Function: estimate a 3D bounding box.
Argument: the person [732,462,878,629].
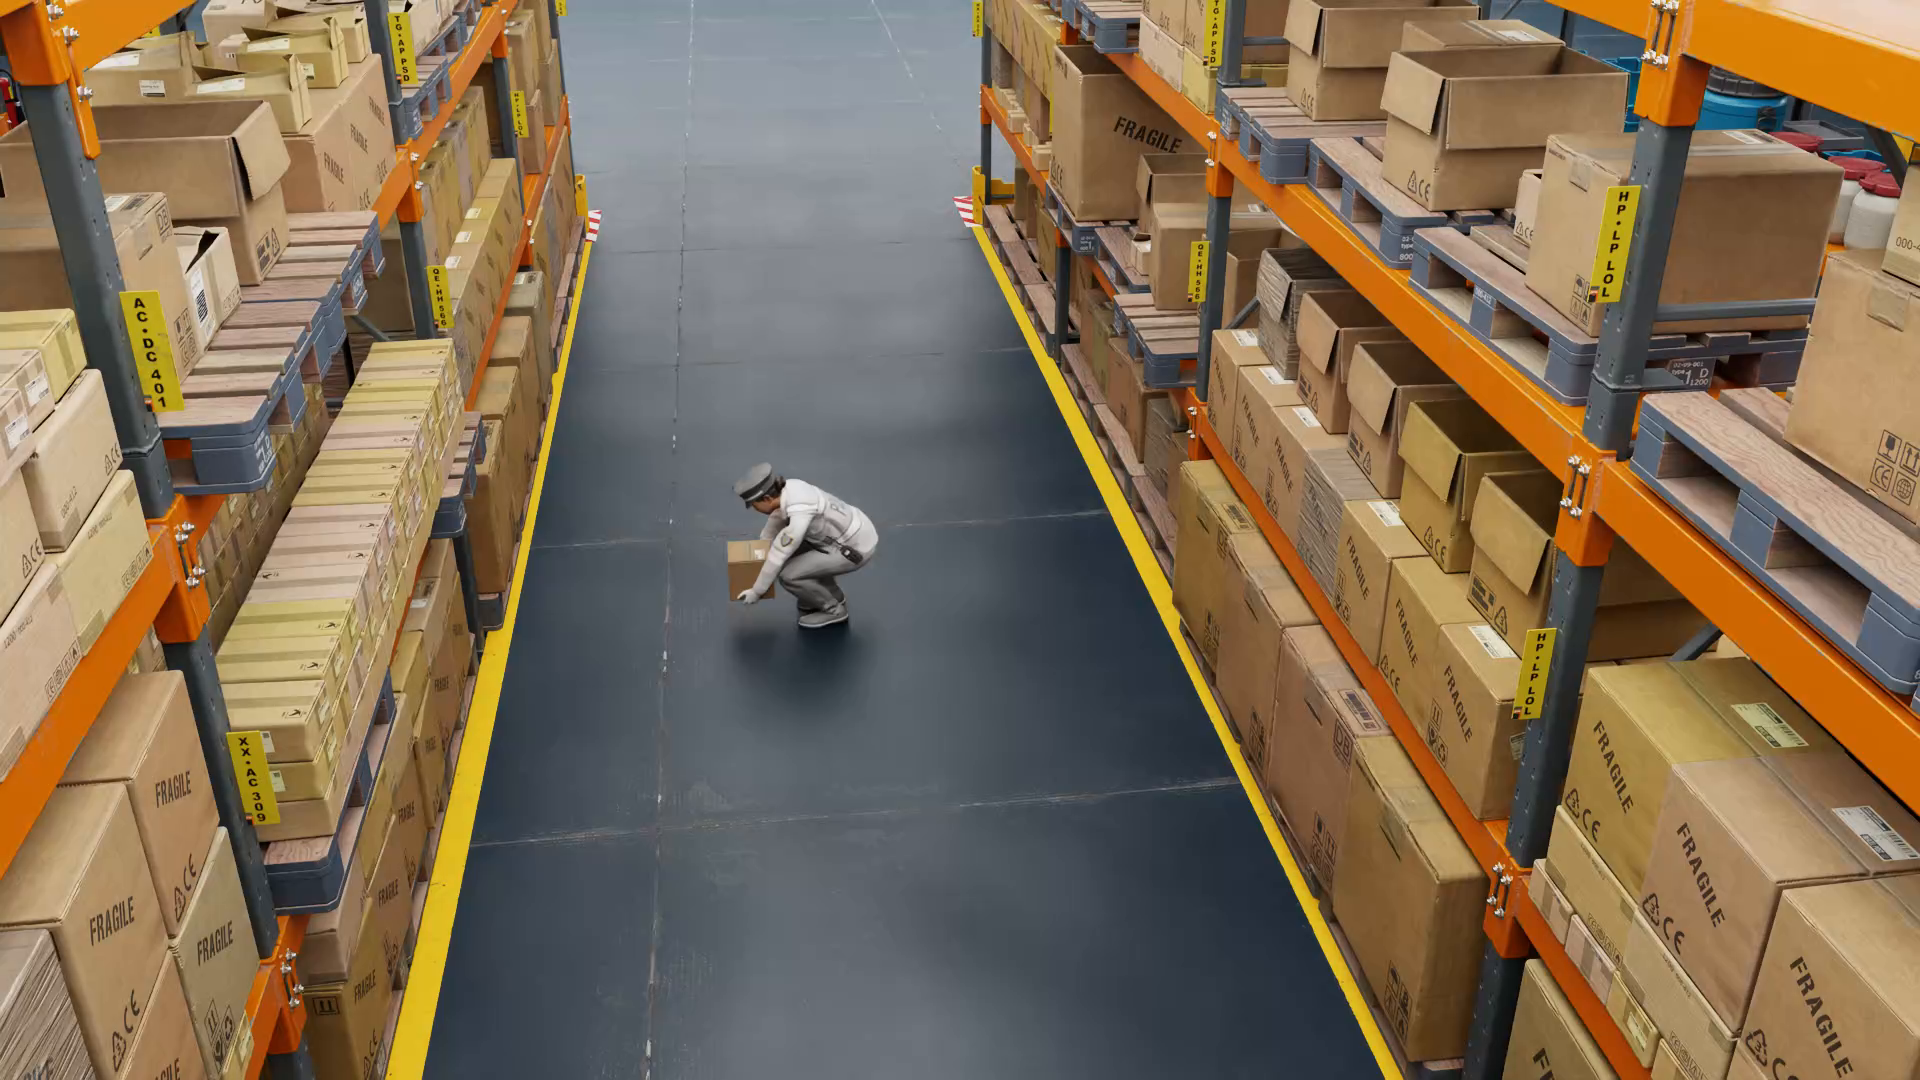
[{"bbox_3d":[-0.867,0.007,9.354,0.811,0.993,0.463,-4,28,-8],"label":"person"}]
